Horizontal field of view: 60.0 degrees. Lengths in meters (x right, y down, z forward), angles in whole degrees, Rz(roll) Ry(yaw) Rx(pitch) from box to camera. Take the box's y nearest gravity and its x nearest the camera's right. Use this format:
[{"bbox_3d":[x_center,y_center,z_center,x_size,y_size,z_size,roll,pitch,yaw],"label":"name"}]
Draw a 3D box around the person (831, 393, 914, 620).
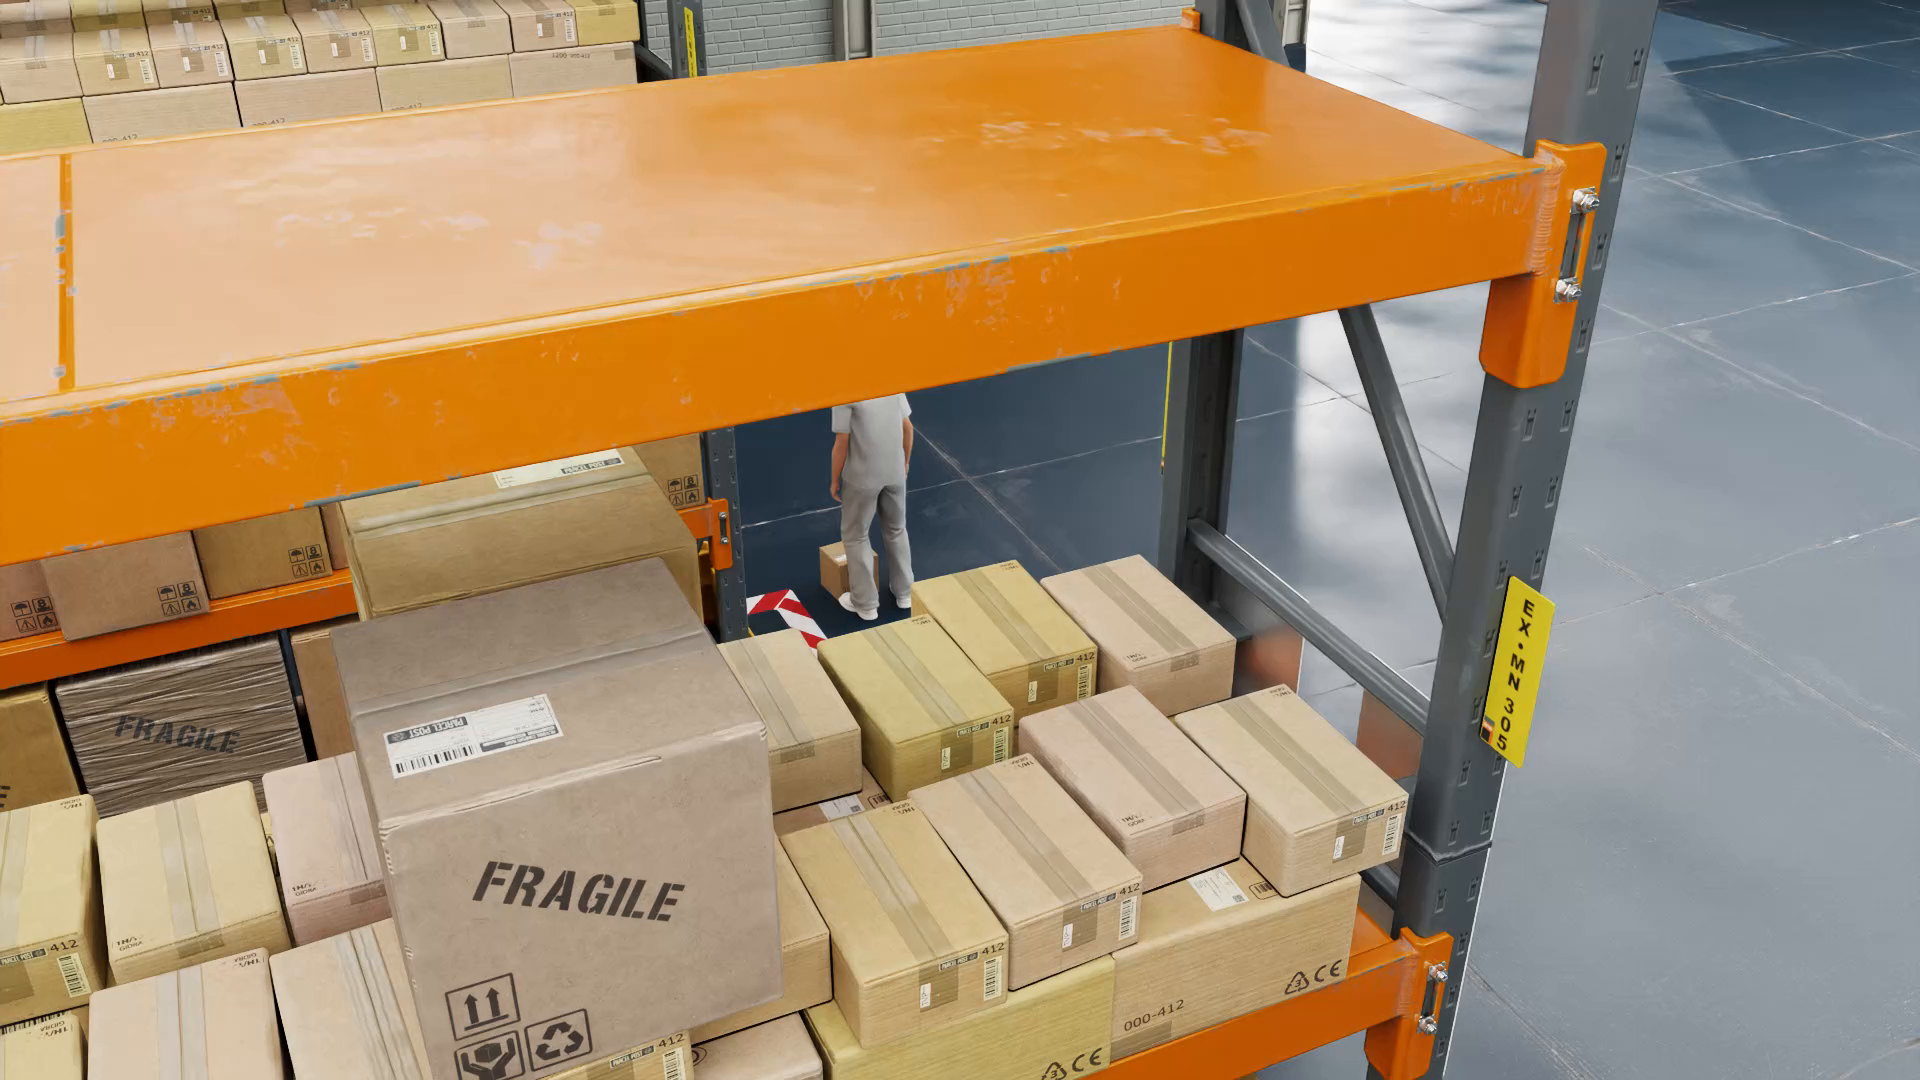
[{"bbox_3d":[-0.478,-0.350,9.065,0.493,1.673,0.356,-16,33,-26],"label":"person"}]
